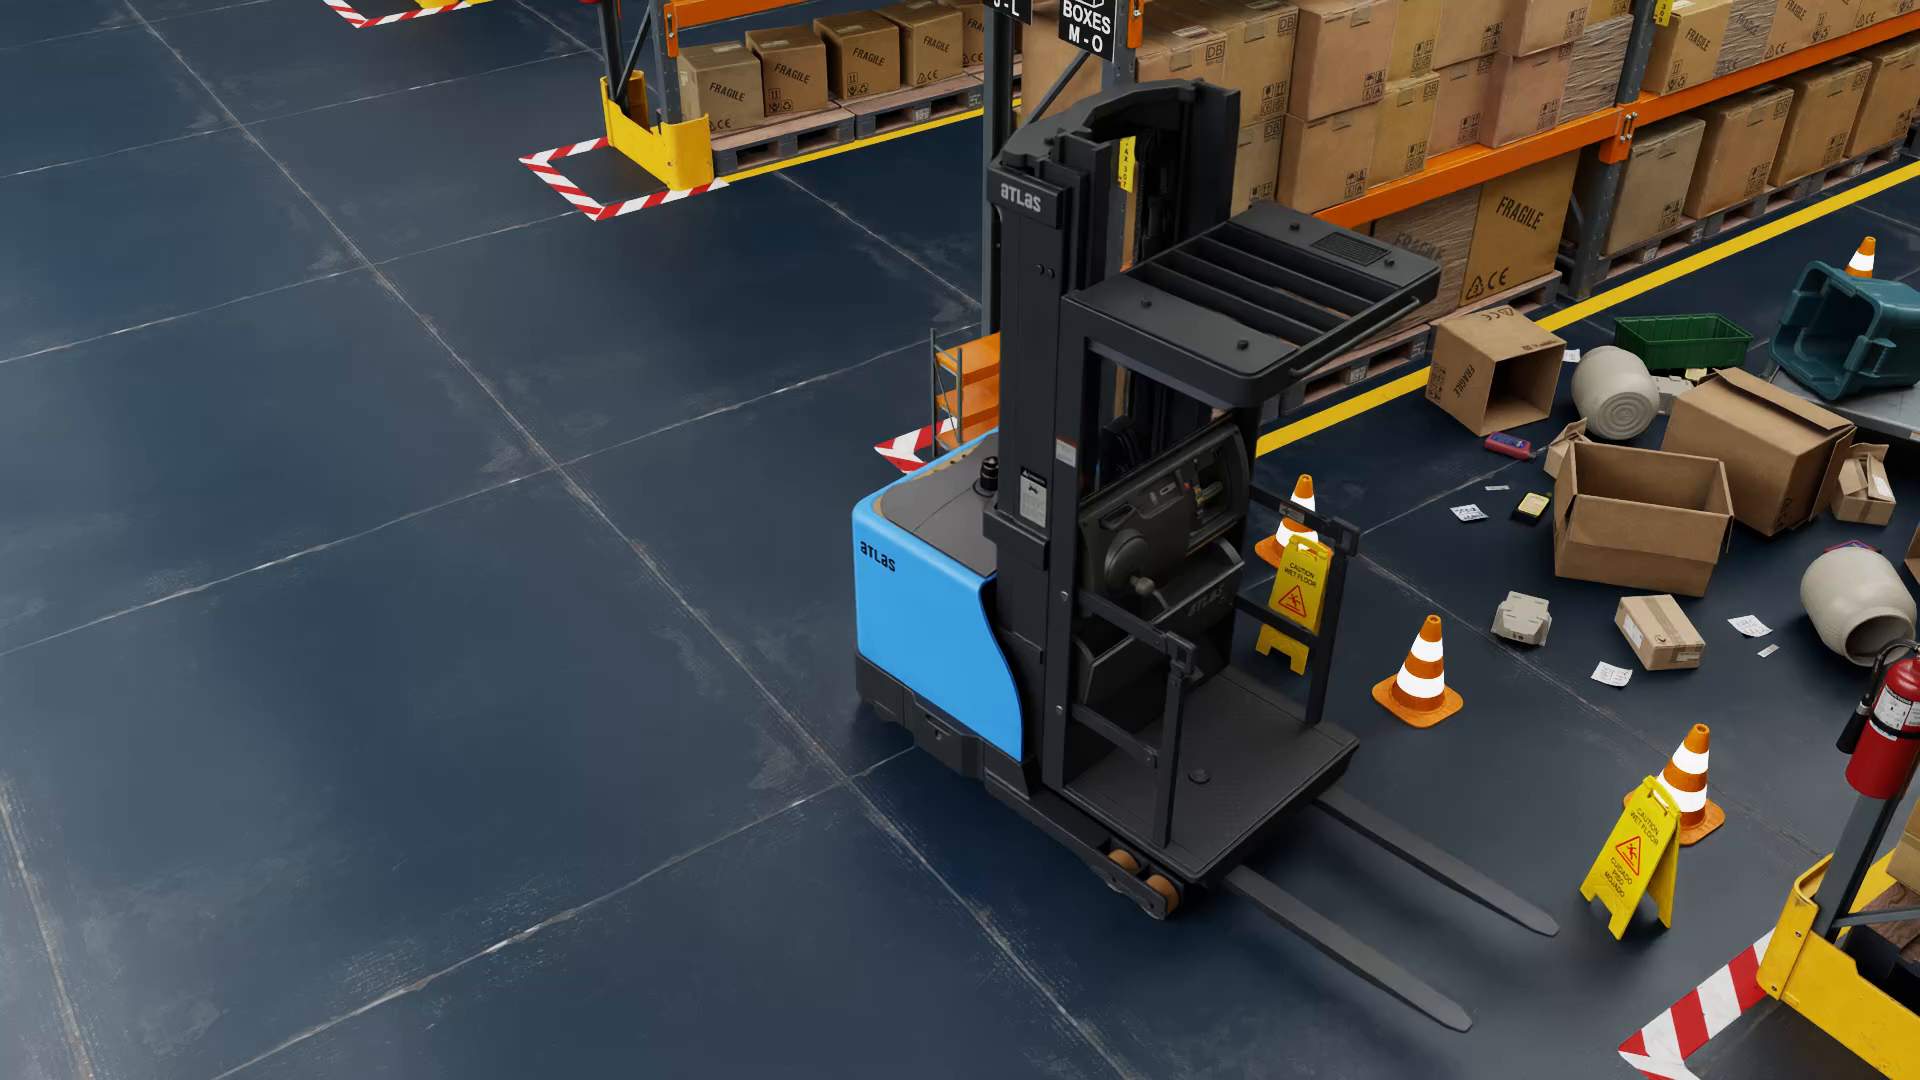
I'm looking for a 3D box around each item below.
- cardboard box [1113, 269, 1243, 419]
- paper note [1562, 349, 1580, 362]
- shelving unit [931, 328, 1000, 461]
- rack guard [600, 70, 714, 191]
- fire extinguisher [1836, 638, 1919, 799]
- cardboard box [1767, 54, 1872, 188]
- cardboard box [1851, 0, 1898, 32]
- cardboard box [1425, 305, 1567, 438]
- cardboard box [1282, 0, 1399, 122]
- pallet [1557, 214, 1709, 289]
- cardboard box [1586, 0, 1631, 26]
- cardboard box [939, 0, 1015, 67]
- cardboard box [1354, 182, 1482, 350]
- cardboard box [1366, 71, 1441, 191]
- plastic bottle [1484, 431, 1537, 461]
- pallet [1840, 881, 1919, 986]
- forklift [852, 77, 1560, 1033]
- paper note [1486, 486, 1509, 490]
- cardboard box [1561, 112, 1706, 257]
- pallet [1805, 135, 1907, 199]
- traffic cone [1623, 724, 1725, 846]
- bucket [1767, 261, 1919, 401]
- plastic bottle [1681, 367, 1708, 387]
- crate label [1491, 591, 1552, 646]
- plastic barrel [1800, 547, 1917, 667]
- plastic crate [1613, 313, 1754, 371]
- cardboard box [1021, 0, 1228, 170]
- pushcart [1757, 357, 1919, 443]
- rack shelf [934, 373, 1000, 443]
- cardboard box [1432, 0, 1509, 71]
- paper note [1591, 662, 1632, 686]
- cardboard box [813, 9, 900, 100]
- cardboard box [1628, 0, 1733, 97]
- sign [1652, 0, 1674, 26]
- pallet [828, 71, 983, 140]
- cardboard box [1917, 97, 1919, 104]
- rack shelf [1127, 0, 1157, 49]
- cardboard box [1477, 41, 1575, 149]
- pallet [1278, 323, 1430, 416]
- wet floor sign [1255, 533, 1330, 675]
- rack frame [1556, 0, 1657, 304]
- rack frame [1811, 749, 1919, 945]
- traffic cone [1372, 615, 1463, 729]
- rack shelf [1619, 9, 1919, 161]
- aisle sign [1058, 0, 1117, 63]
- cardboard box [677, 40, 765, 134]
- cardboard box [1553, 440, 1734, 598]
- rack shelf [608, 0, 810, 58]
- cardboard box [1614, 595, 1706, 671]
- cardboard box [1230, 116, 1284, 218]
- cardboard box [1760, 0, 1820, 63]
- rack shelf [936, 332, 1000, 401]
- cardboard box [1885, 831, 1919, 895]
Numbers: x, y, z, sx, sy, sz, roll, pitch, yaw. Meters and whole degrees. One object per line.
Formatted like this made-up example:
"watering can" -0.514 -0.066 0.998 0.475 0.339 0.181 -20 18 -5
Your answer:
"cardboard box" 0.968 -1.215 9.144 0.875 0.875 0.875 -22 41 -28
"paper note" 3.694 -1.129 10.107 0.147 0.020 0.142 9 37 12
"shelving unit" 0.135 -0.543 8.290 0.503 1.200 0.258 -22 41 -28
"rack guard" -2.261 -3.060 12.389 0.348 0.500 1.175 -22 41 -28
"fire extinguisher" 3.027 0.531 5.322 0.183 0.674 0.296 -22 41 -28
"cardboard box" 5.729 -3.138 11.925 0.750 0.750 1.050 -22 41 -27
"cardboard box" 5.961 -3.764 11.142 0.500 0.500 0.500 -23 42 -29
"cardboard box" 3.044 -0.967 9.478 0.500 0.500 0.500 -15 38 -20
"cardboard box" 1.710 -2.606 8.564 0.550 0.550 0.875 -22 41 -28
"pallet" 4.309 -2.156 11.381 1.213 0.211 1.003 -22 41 -28
"cardboard box" 3.400 -3.385 9.647 0.550 0.550 0.875 -22 41 -28
"cardboard box" 0.133 -4.238 13.668 0.500 0.500 0.500 -10 37 -14
"cardboard box" 2.433 -1.818 9.982 0.875 0.875 0.875 -22 41 -28
"cardboard box" 2.106 -2.377 9.170 0.500 0.550 0.875 -22 41 -28
"plastic bottle" 3.070 -0.515 9.227 0.283 0.061 0.133 22 41 28
"pallet" 4.133 1.531 6.254 1.213 0.211 1.003 -22 41 -28
"forklift" 0.929 -0.055 6.130 1.130 2.935 3.031 -30 45 -35
"paper note" 2.890 -0.280 8.944 0.123 0.001 0.032 -3 36 -4
"cardboard box" 4.177 -2.502 11.040 0.750 0.750 1.050 -23 41 -28
"pallet" 6.303 -2.977 12.522 1.213 0.211 1.003 -22 41 -28
"traffic cone" 2.995 0.951 6.845 0.334 0.463 0.336 -22 41 -28
"bucket" 4.939 -1.135 9.074 0.620 0.611 0.726 -1 34 -18
"plastic bottle" 4.365 -0.987 9.883 0.133 0.061 0.283 15 38 20
"crate label" 2.684 0.373 7.927 0.250 0.136 0.298 15 38 20
"plastic barrel" 4.202 0.310 7.770 0.421 0.421 0.512 3 36 4
"plastic crate" 4.334 -1.191 10.009 0.662 0.188 0.450 -3 26 -4
"cardboard box" 0.778 -2.253 8.074 0.550 0.550 0.875 -22 41 -28
"pushcart" 5.302 -0.671 9.174 1.648 0.377 0.936 22 41 28
"rack shelf" 0.135 -0.670 8.199 0.480 0.148 0.258 -22 41 -28
"cardboard box" 2.497 -3.028 9.151 0.550 0.550 0.875 -22 41 -28
"paper note" 3.012 0.618 7.677 0.148 0.019 0.142 22 41 28
"cardboard box" -0.811 -3.825 13.094 0.500 0.500 0.500 -18 40 -24
"cardboard box" 4.307 -3.082 10.194 0.500 0.500 0.500 -22 41 -27
"sign" 4.043 -3.112 9.512 0.005 0.325 0.100 -22 41 -28
"pallet" -0.580 -3.607 13.397 1.213 0.211 1.003 -22 41 -28
"cardboard box" 7.716 -3.610 12.795 0.500 0.500 0.500 -24 42 -30
"rack shelf" 2.087 -3.246 8.555 4.000 0.370 1.077 -22 41 -28
"cardboard box" 2.990 -2.728 9.659 0.550 0.550 0.875 -22 41 -28
"pallet" 2.057 -1.230 10.092 1.213 0.211 1.003 -22 41 -28
"wet floor sign" 1.569 0.263 7.645 0.267 0.644 0.232 30 45 35
"rack frame" 3.722 -2.993 10.156 0.127 3.000 1.000 -22 41 -28
"rack frame" 3.386 0.681 5.048 0.127 3.000 1.000 -22 41 -28
"traffic cone" 2.077 0.535 7.423 0.334 0.463 0.336 -22 41 -28
"rack shelf" 5.356 -3.374 11.301 4.000 0.370 1.077 -22 41 -28
"aisle sign" 0.567 -2.536 7.294 0.004 0.787 0.394 -22 41 -28
"cardboard box" -1.803 -3.406 12.512 0.500 0.500 0.500 -15 38 -20
"cardboard box" 3.364 -0.105 8.278 0.797 0.503 0.637 9 37 12
"rack shelf" -0.688 -4.429 12.769 4.000 0.370 1.077 -22 41 -28
"cardboard box" 3.293 0.434 7.833 0.250 0.149 0.380 -3 36 -4
"cardboard box" 1.166 -2.050 8.717 0.550 0.550 0.875 -22 41 -28
"cardboard box" 5.129 -3.419 10.663 0.500 0.500 0.500 -23 41 -28
"rack shelf" 0.135 -0.862 8.061 0.480 0.148 0.258 -22 41 -28
"cardboard box" 3.912 1.218 6.296 0.500 0.250 0.500 -23 41 -28
